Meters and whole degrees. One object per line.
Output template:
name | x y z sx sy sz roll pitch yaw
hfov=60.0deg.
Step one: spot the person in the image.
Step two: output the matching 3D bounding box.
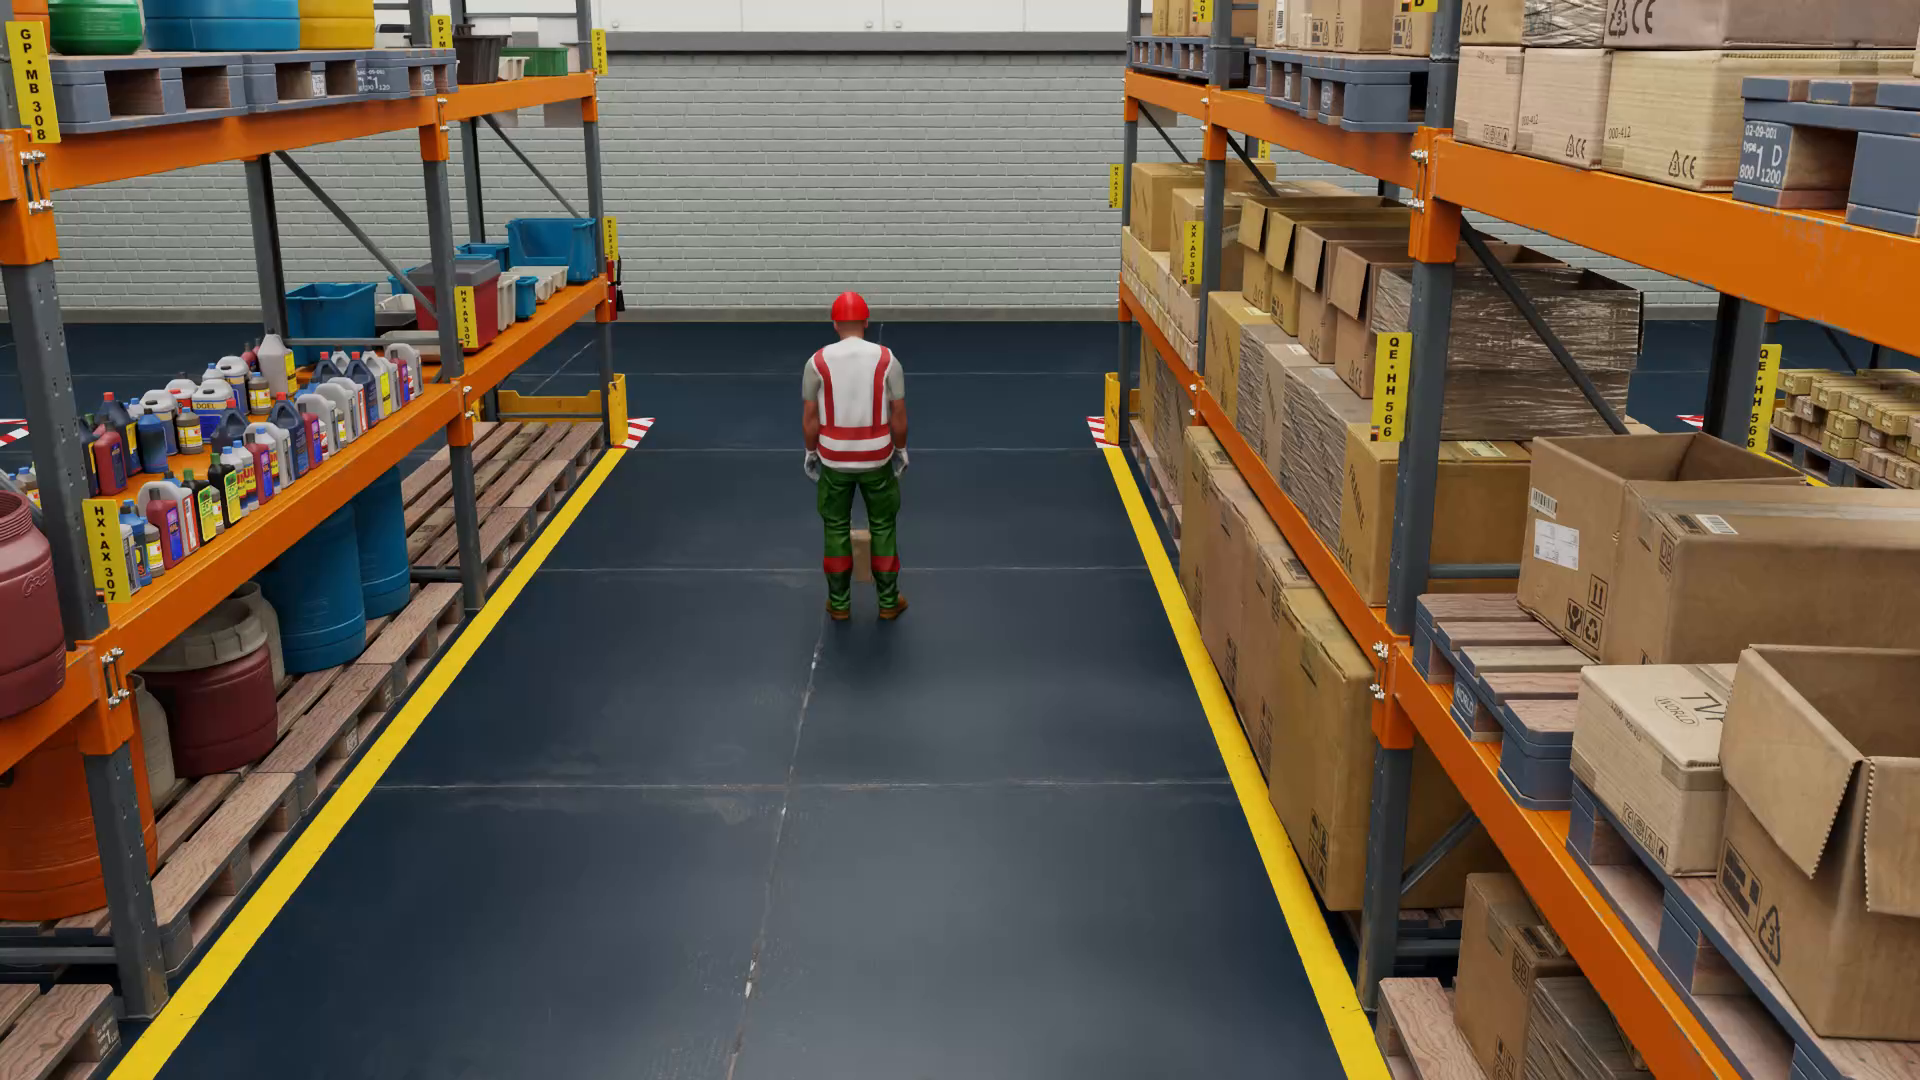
person | -0.558 -0.441 8.961 0.568 1.781 0.435 -1 17 -3
